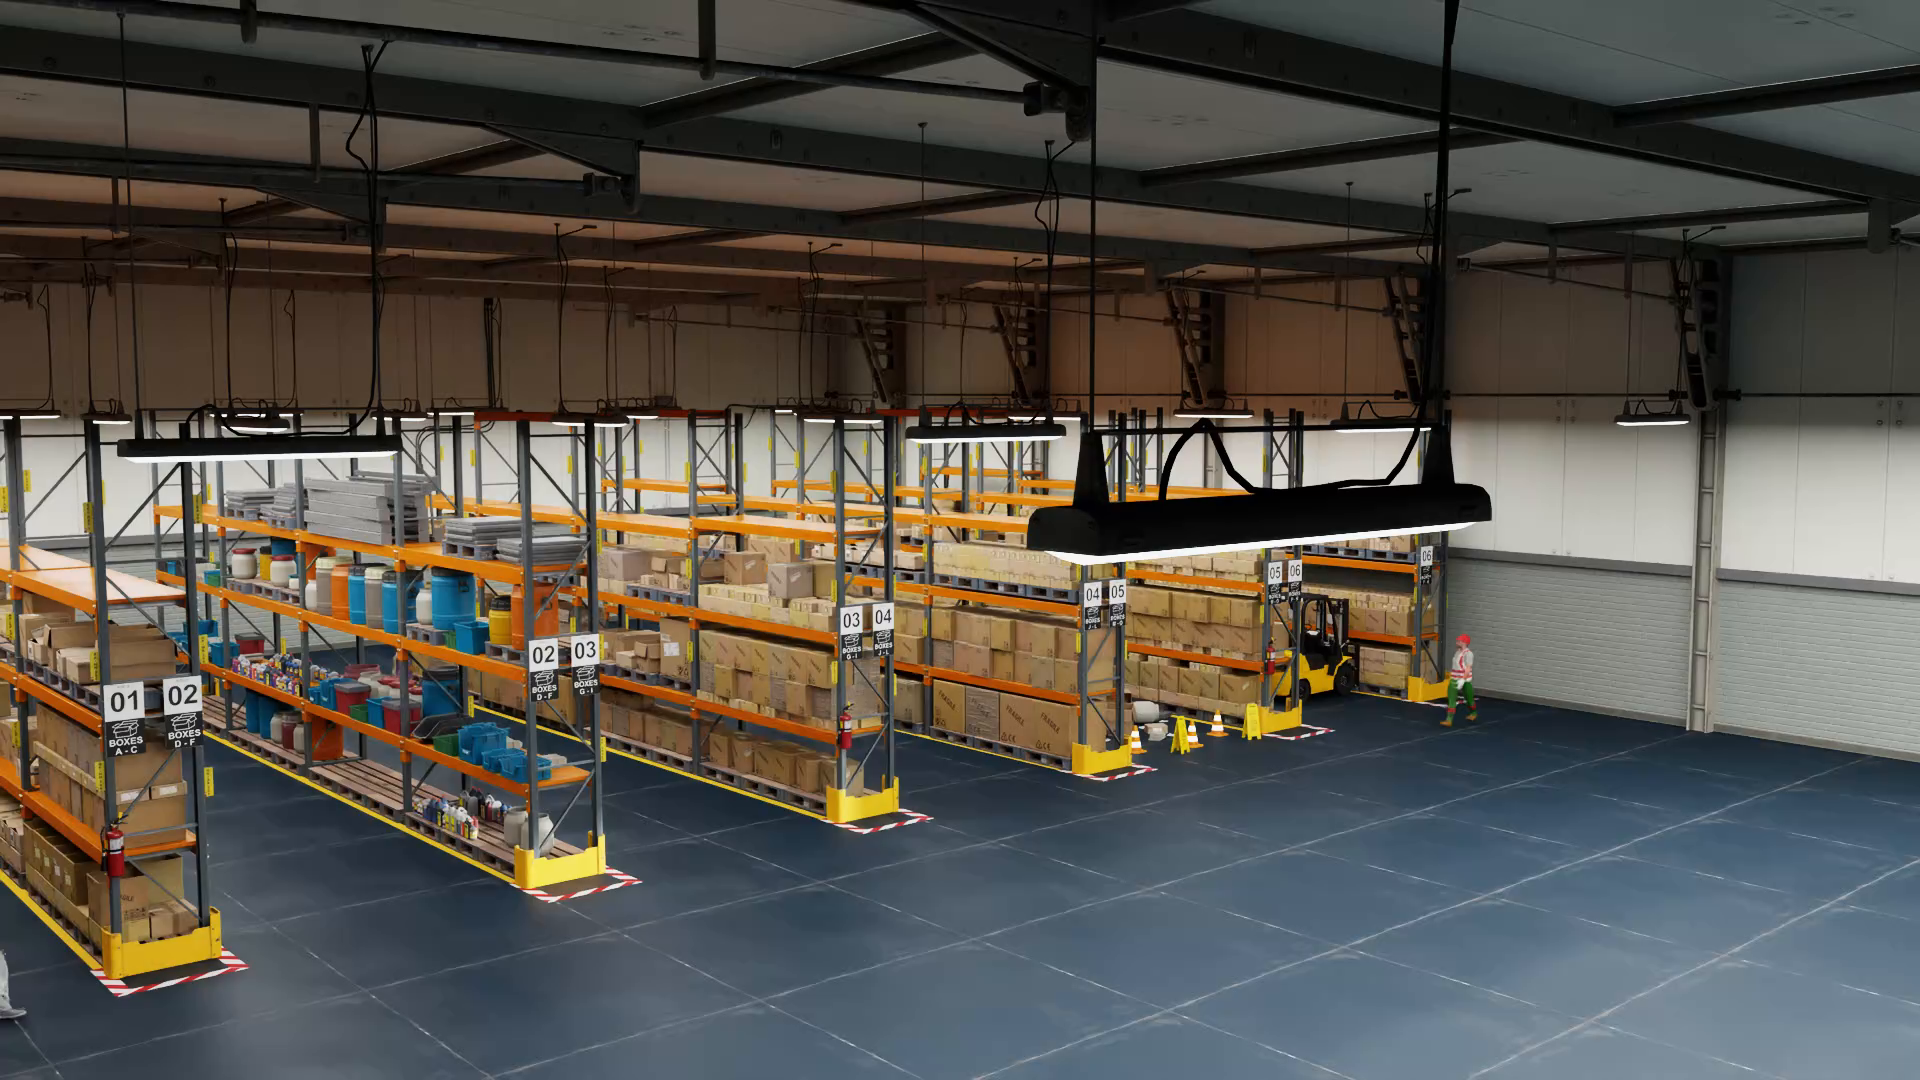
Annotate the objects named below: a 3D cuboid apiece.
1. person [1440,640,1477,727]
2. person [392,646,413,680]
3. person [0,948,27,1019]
[{"bbox_3d":[9.576,2.698,31.775,0.476,1.699,1.087,3,6,34],"label":"person"},{"bbox_3d":[-10.794,2.717,32.131,0.703,1.560,0.435,5,7,43],"label":"person"},{"bbox_3d":[-9.944,4.048,16.760,0.918,1.626,0.477,1,5,9],"label":"person"}]
